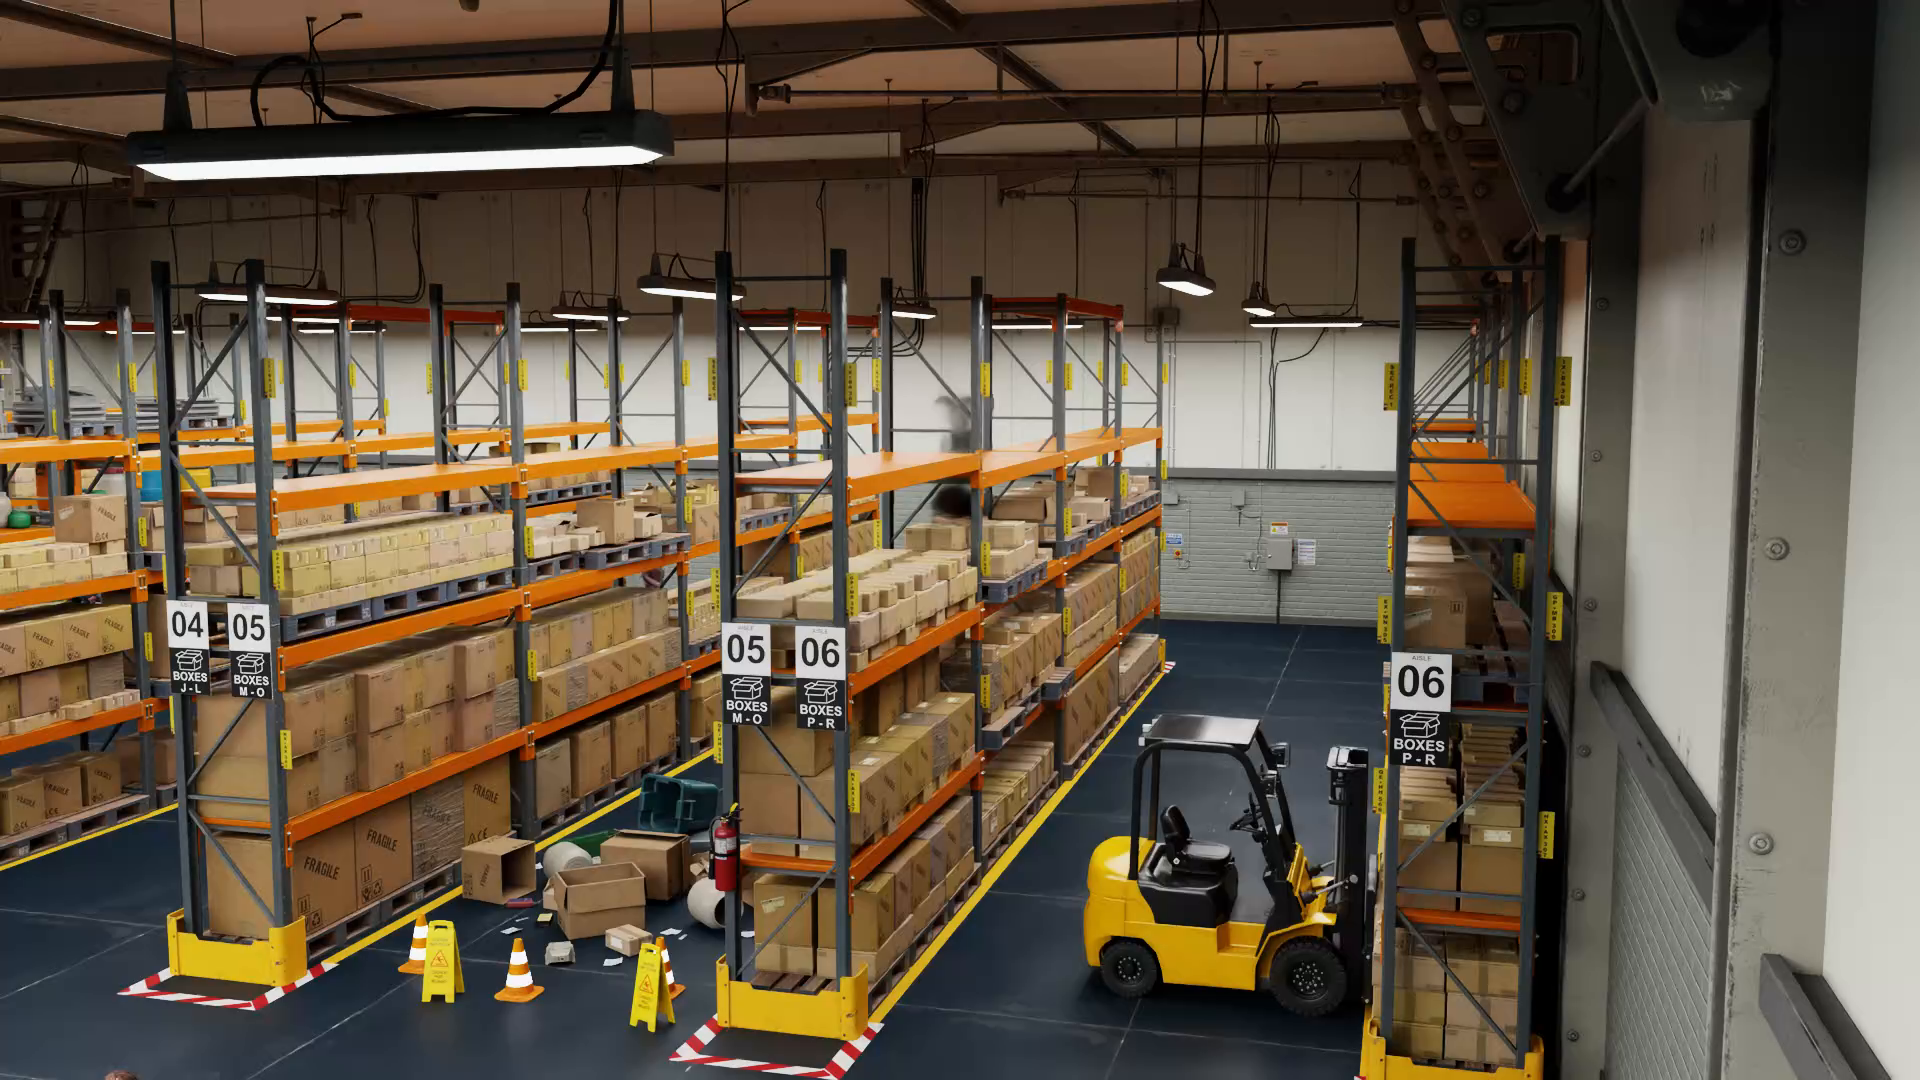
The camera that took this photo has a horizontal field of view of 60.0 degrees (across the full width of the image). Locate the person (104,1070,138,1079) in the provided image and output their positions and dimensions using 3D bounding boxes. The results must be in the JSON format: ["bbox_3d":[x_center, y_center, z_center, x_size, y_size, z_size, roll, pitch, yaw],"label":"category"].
[{"bbox_3d":[-4.360,3.484,8.672,0.529,1.577,0.760,-4,7,-34],"label":"person"}]

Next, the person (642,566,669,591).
[{"bbox_3d":[-5.741,0.975,31.450,0.639,1.761,0.724,3,7,25],"label":"person"}]
